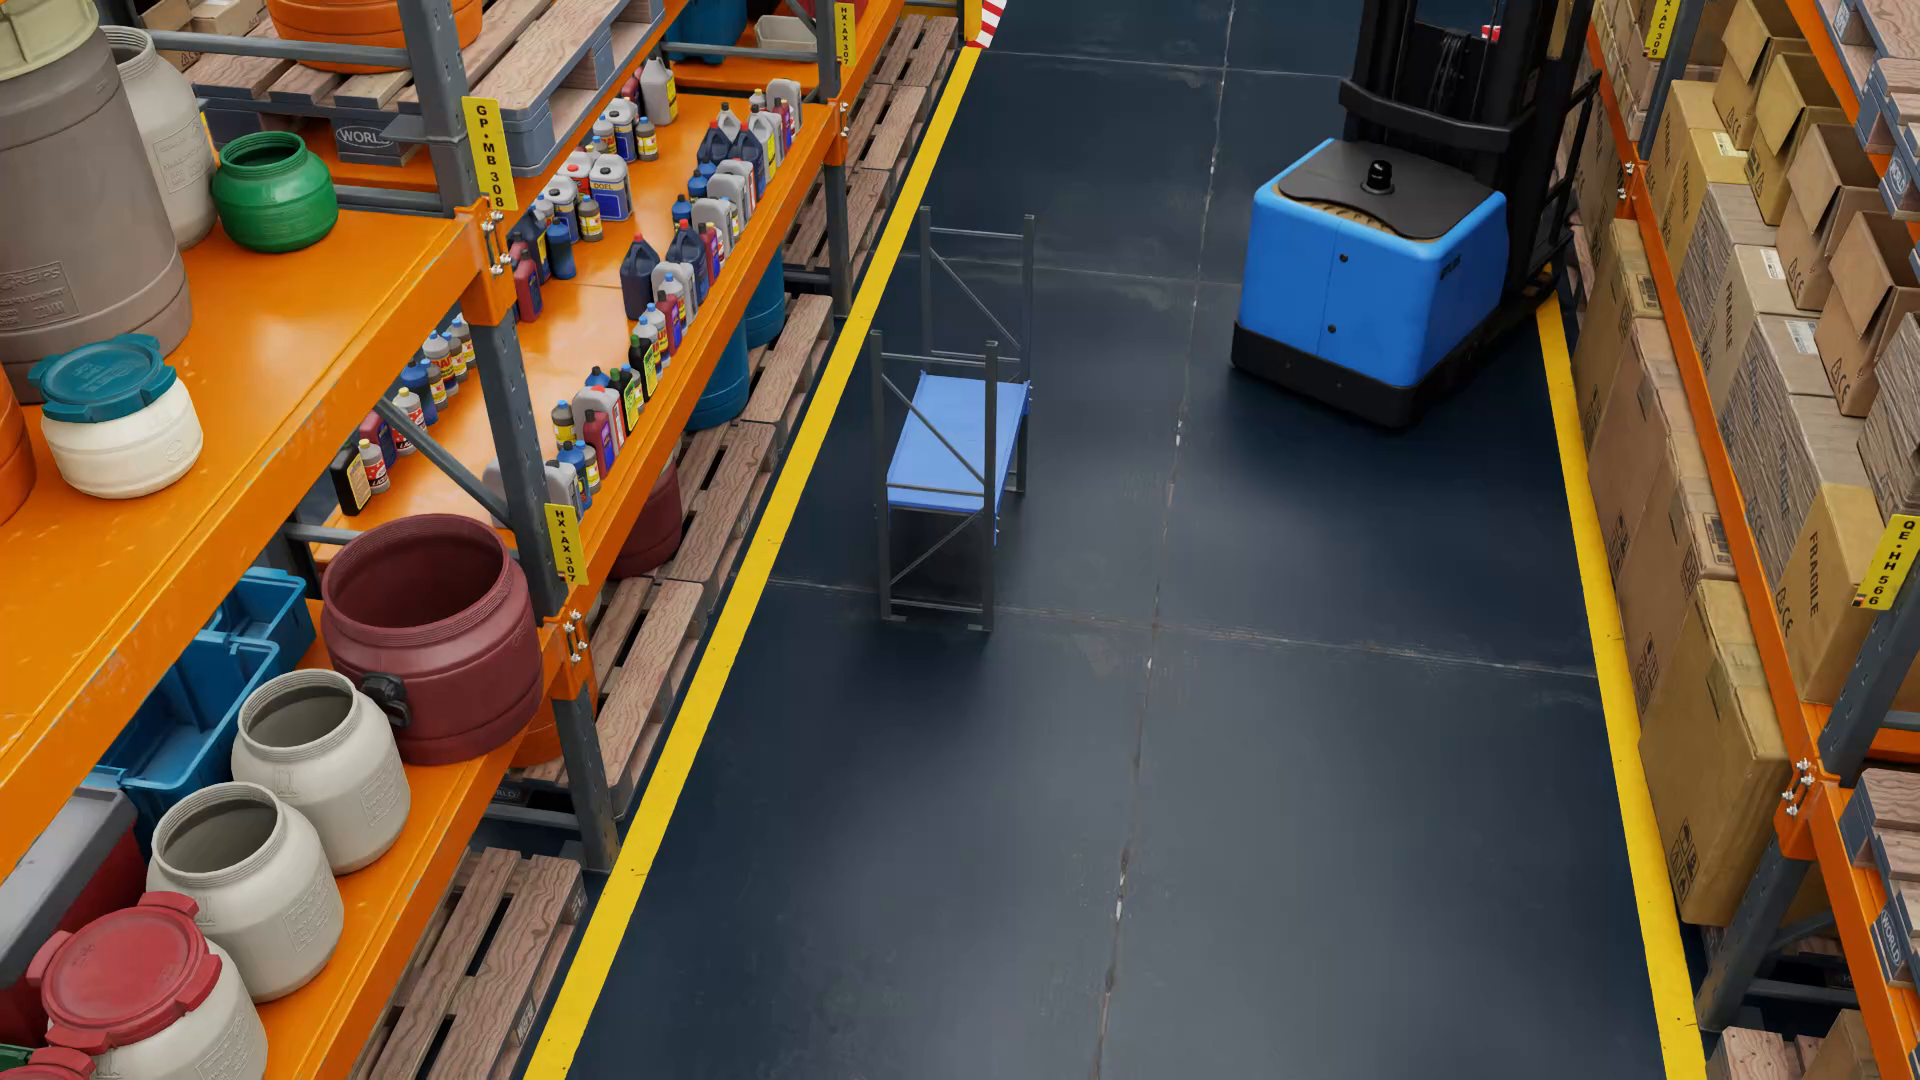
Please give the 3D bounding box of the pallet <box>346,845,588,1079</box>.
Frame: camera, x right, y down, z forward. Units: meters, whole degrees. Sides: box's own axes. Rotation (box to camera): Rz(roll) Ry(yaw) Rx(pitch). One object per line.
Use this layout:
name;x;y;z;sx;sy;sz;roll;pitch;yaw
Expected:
pallet;-1.979;1.579;5.771;1.003;0.211;1.213;6;40;8

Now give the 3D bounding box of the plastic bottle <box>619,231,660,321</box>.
plastic bottle;-1.315;-1.097;6.858;0.144;0.351;0.185;6;40;8

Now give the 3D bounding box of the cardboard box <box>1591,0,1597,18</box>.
cardboard box;3.761;-3.038;9.365;0.380;0.149;0.250;7;40;8

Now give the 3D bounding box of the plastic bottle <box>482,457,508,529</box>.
plastic bottle;-1.564;-0.182;5.811;0.152;0.276;0.135;6;40;8

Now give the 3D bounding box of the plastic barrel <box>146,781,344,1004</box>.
plastic barrel;-1.848;0.913;4.301;0.421;0.512;0.421;0;40;0

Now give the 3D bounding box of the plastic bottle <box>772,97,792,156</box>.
plastic bottle;-0.860;-2.010;8.015;0.061;0.283;0.133;6;40;8

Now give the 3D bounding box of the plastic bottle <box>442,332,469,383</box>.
plastic bottle;-1.995;-0.722;6.522;0.097;0.201;0.097;0;40;0

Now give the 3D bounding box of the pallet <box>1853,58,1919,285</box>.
pallet;3.130;-0.924;4.405;1.213;0.211;1.003;8;40;10

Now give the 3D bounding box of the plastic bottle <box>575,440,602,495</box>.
plastic bottle;-1.350;-0.268;5.972;0.097;0.201;0.097;0;40;0

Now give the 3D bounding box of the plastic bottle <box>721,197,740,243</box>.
plastic bottle;-1.032;-1.422;7.369;0.097;0.201;0.097;0;40;0

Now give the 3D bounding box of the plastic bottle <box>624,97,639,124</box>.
plastic bottle;-1.624;-2.070;8.152;0.097;0.201;0.097;0;40;0

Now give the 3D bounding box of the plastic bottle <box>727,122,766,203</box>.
plastic bottle;-0.984;-1.740;7.636;0.144;0.351;0.185;6;40;8

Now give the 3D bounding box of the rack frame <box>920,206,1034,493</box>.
rack frame;0.073;-0.844;7.690;0.500;1.500;0.032;6;40;8

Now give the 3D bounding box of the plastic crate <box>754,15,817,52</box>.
plastic crate;-0.894;-2.686;8.901;0.396;0.136;0.243;6;40;8

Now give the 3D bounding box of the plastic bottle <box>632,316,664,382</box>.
plastic bottle;-1.224;-0.752;6.504;0.097;0.271;0.097;0;40;0

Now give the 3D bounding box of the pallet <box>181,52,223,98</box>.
pallet;-5.664;-3.160;11.504;1.003;0.211;1.213;6;40;8

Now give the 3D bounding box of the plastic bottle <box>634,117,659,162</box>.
plastic bottle;-1.508;-1.931;7.984;0.097;0.201;0.097;0;40;0

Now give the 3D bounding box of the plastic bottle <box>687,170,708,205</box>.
plastic bottle;-1.165;-1.527;7.441;0.097;0.271;0.097;0;40;0

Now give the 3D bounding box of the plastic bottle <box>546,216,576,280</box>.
plastic bottle;-1.709;-1.255;7.112;0.097;0.271;0.097;0;40;0

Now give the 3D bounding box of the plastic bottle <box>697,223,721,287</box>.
plastic bottle;-1.074;-1.234;7.077;0.061;0.283;0.133;6;40;8

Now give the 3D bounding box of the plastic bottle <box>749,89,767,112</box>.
plastic bottle;-0.991;-2.130;8.225;0.097;0.201;0.097;0;40;0

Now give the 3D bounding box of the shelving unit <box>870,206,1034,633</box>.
shelving unit;-0.015;-0.524;7.304;0.538;1.500;1.048;6;40;8

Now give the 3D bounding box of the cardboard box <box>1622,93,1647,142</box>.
cardboard box;3.493;-2.072;8.196;0.380;0.149;0.250;7;40;8

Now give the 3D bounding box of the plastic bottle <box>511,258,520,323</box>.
plastic bottle;-1.891;-1.072;6.828;0.144;0.351;0.185;6;40;8

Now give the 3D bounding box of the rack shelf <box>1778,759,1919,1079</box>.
rack shelf;2.725;2.101;3.516;1.077;0.370;4.000;6;40;8

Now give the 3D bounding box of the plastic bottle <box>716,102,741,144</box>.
plastic bottle;-1.094;-1.872;7.795;0.144;0.351;0.185;6;40;8

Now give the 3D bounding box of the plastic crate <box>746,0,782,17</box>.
plastic crate;-1.186;-3.137;9.456;0.437;0.125;0.590;6;40;8

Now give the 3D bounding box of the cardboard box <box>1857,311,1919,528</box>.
cardboard box;3.214;-0.313;5.006;0.797;0.503;0.637;8;40;9

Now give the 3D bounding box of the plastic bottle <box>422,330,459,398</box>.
plastic bottle;-2.012;-0.688;6.426;0.097;0.271;0.097;0;40;0

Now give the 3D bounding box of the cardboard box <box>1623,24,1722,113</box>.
cardboard box;3.581;-2.304;8.164;0.500;0.250;0.500;6;40;7

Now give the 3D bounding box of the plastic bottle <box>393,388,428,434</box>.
plastic bottle;-2.063;-0.478;6.227;0.097;0.201;0.097;0;40;0

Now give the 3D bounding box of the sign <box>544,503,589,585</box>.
sign;-1.264;0.016;5.345;0.100;0.325;0.005;6;40;8

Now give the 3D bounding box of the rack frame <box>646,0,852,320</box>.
rack frame;-1.115;-2.488;8.502;1.000;3.000;0.127;6;40;8

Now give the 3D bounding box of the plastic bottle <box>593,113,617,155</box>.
plastic bottle;-1.681;-1.890;7.880;0.097;0.271;0.097;0;40;0

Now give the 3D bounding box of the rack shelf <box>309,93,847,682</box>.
rack shelf;-1.461;-0.955;7.213;1.077;0.370;4.000;6;40;8

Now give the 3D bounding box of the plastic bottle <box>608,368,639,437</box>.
plastic bottle;-1.266;-0.538;6.235;0.061;0.283;0.133;6;40;8

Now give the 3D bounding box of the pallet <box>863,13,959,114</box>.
pallet;-0.604;-3.410;11.806;1.003;0.211;1.213;6;40;8

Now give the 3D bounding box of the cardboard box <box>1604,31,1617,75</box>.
cardboard box;3.627;-2.556;8.782;0.380;0.149;0.250;7;40;9

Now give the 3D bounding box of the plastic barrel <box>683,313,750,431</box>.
plastic barrel;-1.348;-1.057;8.088;0.600;0.901;0.708;6;40;8

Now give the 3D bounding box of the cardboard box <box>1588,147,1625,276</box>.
cardboard box;3.956;-1.690;8.875;0.875;0.875;0.875;6;40;8

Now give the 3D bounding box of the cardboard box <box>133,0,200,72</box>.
cardboard box;-5.673;-3.423;11.247;0.797;0.503;0.637;6;40;8

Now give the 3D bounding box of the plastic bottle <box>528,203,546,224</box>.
plastic bottle;-1.835;-1.332;7.205;0.097;0.271;0.097;0;40;0

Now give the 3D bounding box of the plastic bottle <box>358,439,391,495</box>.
plastic bottle;-2.119;-0.272;5.978;0.097;0.201;0.097;0;40;0

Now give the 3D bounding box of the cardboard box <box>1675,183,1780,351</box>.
cardboard box;3.264;-1.089;6.732;0.500;0.500;0.500;6;40;7

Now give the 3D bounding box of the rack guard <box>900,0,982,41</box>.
rack guard;-0.431;-4.051;12.354;1.175;0.500;0.348;6;40;8

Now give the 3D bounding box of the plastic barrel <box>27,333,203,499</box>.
plastic barrel;-1.797;-0.256;3.557;0.301;0.262;0.301;0;40;0

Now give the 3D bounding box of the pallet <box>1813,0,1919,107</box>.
pallet;3.321;-1.627;5.254;1.003;0.211;1.213;8;40;10

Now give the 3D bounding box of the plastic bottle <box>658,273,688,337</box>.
plastic bottle;-1.167;-0.958;6.753;0.097;0.271;0.097;0;40;0

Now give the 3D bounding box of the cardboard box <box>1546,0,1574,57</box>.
cardboard box;4.424;-3.384;10.924;0.875;0.875;0.875;6;40;8

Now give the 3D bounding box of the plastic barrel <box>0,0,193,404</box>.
plastic barrel;-2.163;-0.835;3.755;0.600;0.901;0.600;0;40;0

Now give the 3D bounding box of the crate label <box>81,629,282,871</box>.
crate label;-2.245;0.603;4.736;0.502;0.435;0.616;6;40;8

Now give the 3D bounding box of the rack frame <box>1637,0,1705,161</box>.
rack frame;3.763;-1.942;7.841;1.000;3.000;0.127;6;40;8

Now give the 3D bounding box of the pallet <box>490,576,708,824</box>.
pallet;-1.712;0.598;6.958;1.003;0.211;1.213;6;40;8

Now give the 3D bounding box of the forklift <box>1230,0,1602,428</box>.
forklift;2.760;-2.577;8.664;1.130;2.935;3.031;27;47;29

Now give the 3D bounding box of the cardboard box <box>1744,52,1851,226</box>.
cardboard box;3.531;-1.535;6.484;0.797;0.503;0.637;7;40;8

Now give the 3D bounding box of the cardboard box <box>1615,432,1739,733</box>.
cardboard box;3.373;0.236;6.545;1.225;0.875;0.875;7;40;8

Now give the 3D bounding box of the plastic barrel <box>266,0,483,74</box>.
plastic barrel;-1.706;-1.817;4.669;0.600;0.830;0.708;6;40;8

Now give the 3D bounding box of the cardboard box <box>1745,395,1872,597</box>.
cardboard box;3.004;-0.119;5.558;0.500;0.500;0.500;6;40;7

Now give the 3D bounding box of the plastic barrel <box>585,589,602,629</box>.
plastic barrel;-1.730;0.146;6.938;0.421;0.512;0.421;0;40;0
